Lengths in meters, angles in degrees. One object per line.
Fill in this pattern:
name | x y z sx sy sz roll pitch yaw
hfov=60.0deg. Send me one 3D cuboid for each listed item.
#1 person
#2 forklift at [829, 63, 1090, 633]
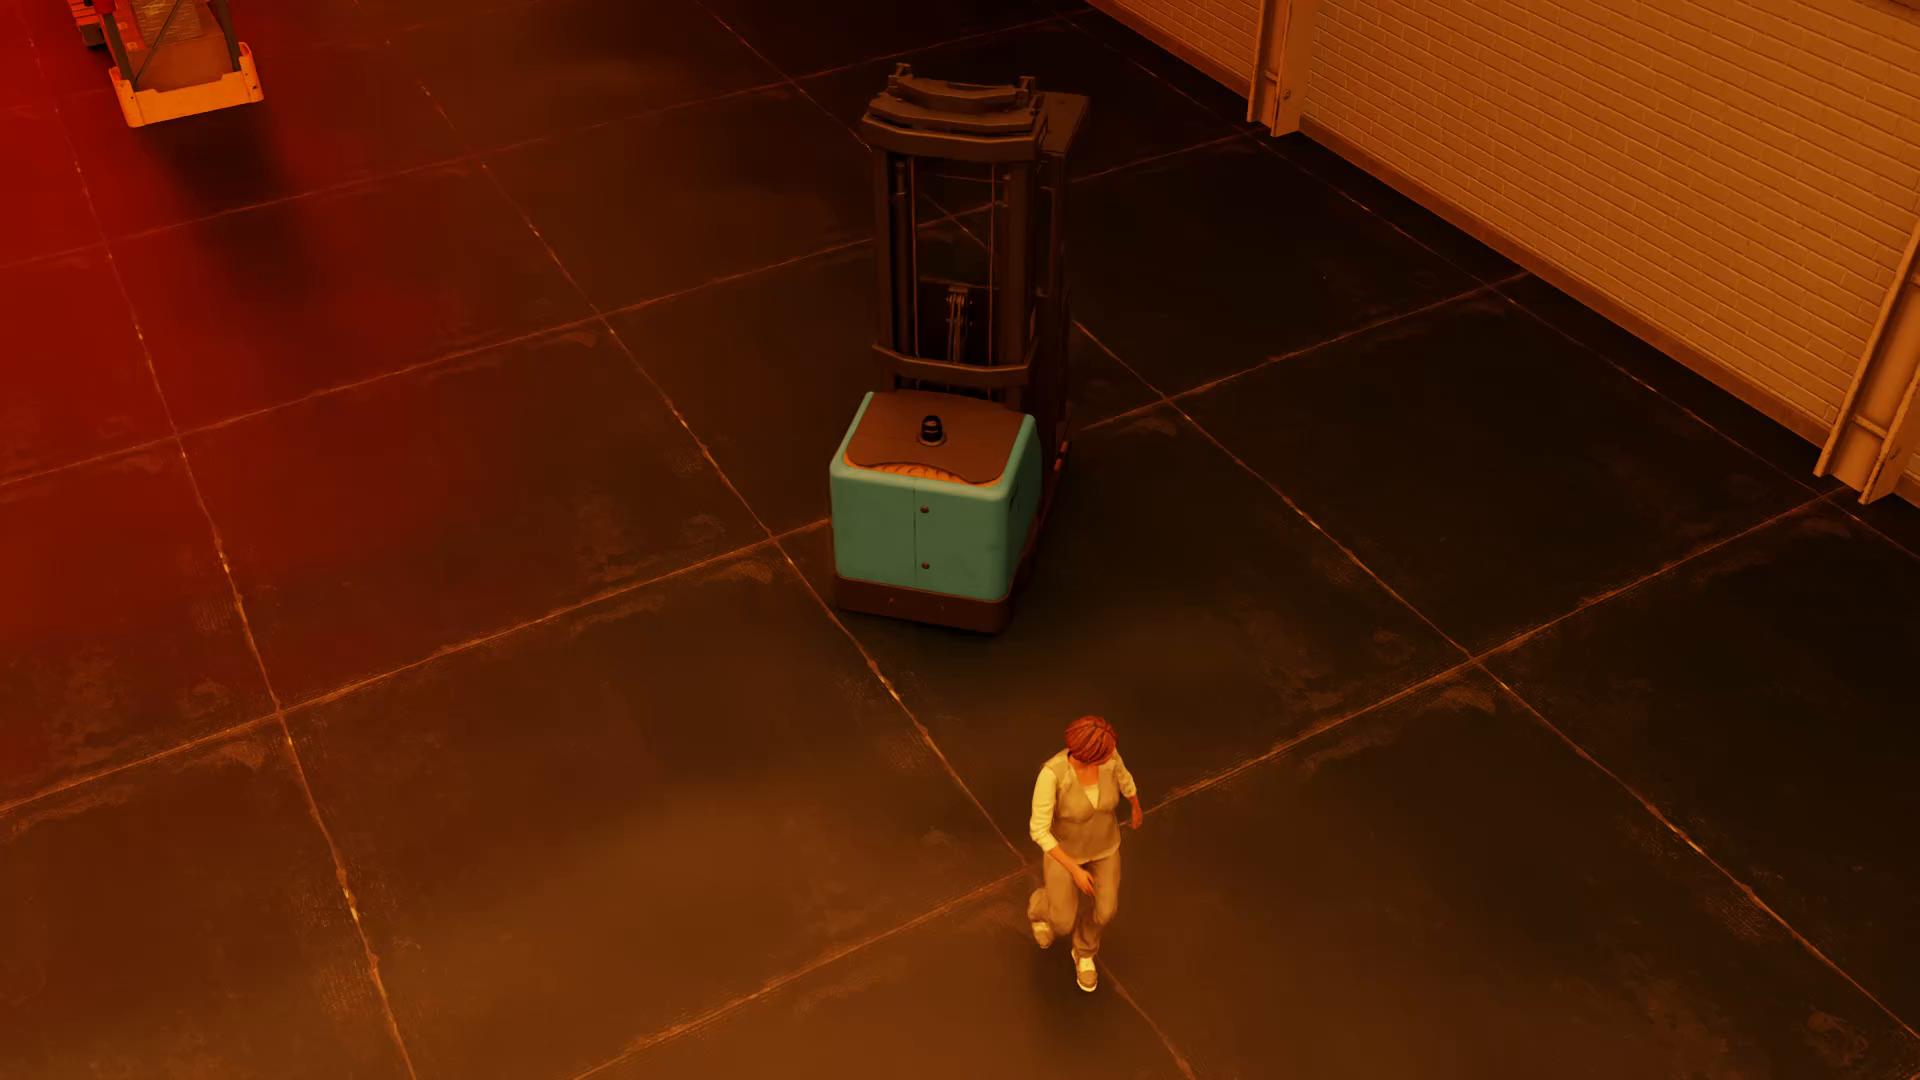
person | 0.582 1.384 7.459 0.604 1.548 0.516 -11 41 -13
forklift | 0.109 -1.540 9.892 1.130 2.935 3.031 9 41 11
